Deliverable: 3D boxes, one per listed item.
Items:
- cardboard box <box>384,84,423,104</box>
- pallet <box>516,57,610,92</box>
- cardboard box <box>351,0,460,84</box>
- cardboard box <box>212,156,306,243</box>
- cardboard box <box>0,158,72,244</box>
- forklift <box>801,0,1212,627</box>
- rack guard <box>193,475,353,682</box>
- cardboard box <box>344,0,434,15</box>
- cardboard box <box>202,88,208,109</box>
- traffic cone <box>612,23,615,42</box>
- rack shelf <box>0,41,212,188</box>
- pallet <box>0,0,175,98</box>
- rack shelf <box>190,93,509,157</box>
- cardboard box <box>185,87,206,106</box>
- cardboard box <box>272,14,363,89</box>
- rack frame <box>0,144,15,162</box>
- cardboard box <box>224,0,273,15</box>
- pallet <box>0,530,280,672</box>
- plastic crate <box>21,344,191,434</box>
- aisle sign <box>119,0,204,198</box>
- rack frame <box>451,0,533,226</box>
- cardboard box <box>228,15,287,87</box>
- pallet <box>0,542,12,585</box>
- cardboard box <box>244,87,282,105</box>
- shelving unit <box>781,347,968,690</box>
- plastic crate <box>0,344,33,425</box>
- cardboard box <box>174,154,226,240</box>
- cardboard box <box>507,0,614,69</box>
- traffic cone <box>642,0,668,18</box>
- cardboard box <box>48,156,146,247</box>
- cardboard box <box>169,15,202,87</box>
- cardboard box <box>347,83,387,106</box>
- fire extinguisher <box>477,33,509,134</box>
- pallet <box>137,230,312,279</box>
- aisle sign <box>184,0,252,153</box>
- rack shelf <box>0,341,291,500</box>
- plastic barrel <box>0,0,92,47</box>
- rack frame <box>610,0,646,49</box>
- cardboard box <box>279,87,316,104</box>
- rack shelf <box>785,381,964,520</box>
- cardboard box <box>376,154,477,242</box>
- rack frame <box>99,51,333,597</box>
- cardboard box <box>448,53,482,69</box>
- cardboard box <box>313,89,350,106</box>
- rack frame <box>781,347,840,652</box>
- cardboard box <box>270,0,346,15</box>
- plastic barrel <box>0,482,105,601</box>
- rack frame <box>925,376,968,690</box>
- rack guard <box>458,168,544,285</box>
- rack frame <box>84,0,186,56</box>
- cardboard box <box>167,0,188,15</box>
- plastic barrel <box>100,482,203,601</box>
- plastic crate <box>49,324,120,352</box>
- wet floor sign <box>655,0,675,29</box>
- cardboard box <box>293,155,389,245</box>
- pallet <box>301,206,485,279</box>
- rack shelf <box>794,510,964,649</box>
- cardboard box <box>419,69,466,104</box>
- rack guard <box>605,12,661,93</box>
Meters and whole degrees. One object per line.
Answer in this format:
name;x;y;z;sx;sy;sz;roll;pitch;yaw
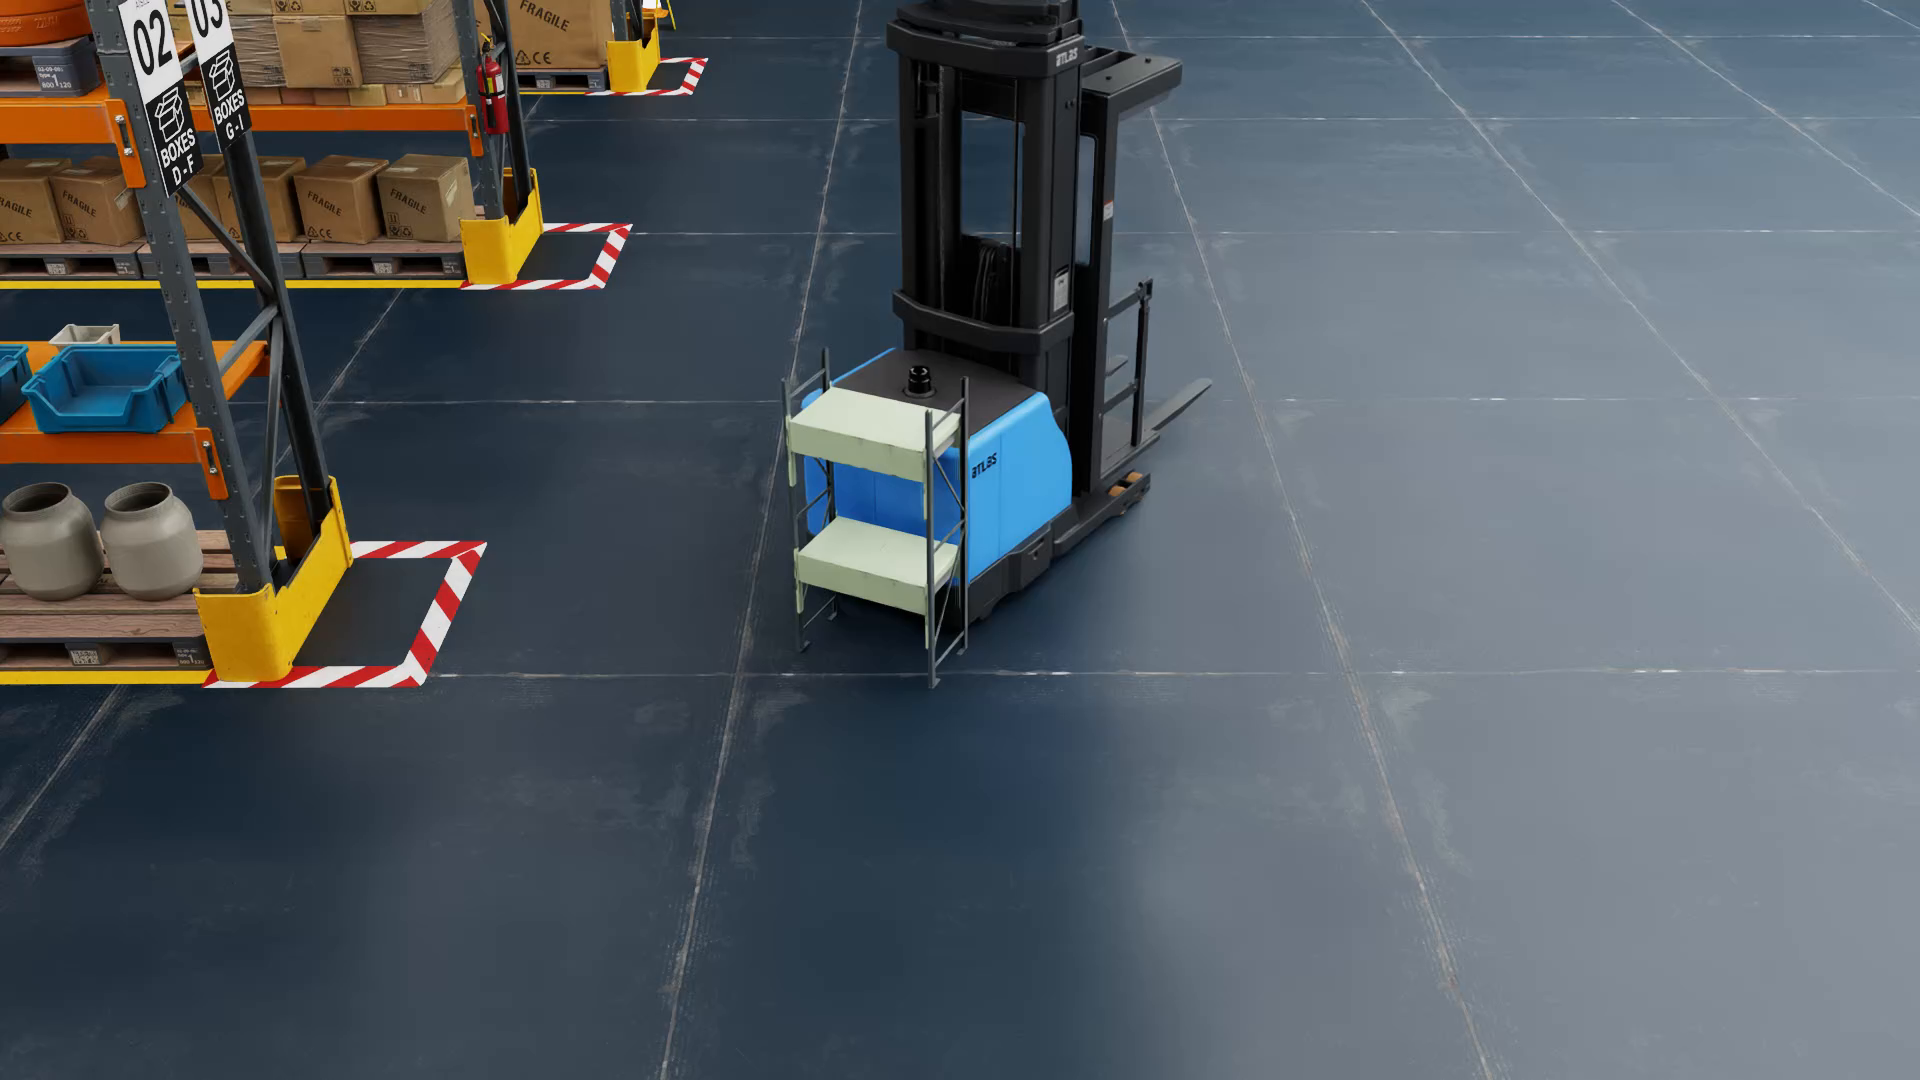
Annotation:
cardboard box;-3.963;-3.272;11.993;0.250;0.149;0.380;0;31;0
pallet;-4.157;-4.826;17.000;1.213;0.211;1.003;0;31;0
cardboard box;-3.979;-3.670;12.024;0.500;0.500;0.875;0;31;0
cardboard box;-5.277;-2.594;12.638;0.500;0.500;0.500;3;31;4
cardboard box;-7.029;-2.567;12.594;0.500;0.500;0.500;-1;31;-2
forklift;0.444;-1.526;8.940;1.130;2.935;3.031;20;37;30
rack guard;-3.475;0.175;8.480;0.348;0.500;1.175;0;31;0
cardboard box;-3.978;-3.955;11.530;0.500;0.500;0.500;0;31;0
cardboard box;-5.212;-3.213;11.896;0.250;0.149;0.380;0;31;0
traffic cone;-3.897;-5.711;18.217;0.334;0.463;0.336;0;31;0
rack shelf;-5.399;-1.887;7.271;4.000;0.370;1.077;0;31;0
pallet;-4.227;-2.168;7.223;1.213;0.211;1.003;0;31;0
rack shelf;-5.429;-3.174;12.283;4.000;0.370;1.077;0;31;0
cardboard box;-5.463;-3.249;11.955;0.250;0.149;0.380;0;31;0
cardboard box;-4.478;-3.606;11.919;0.500;0.500;0.875;0;31;0
rack frame;-7.429;-3.475;12.086;0.127;3.000;1.000;0;31;0
cardboard box;-4.977;-3.951;11.522;0.500;0.500;0.500;0;31;0
pallet;-4.287;0.298;8.555;1.213;0.211;1.003;0;31;0
plastic crate;-3.898;-0.698;7.653;0.616;0.251;0.499;0;31;0
aisle sign;-3.325;-1.876;6.944;0.004;0.787;0.394;0;31;0
rack frame;-3.429;-3.488;12.107;0.127;3.000;1.000;0;31;0
cardboard box;-4.979;-3.627;11.954;0.500;0.500;0.875;0;31;0
pallet;-5.504;0.300;8.552;1.213;0.211;1.003;0;31;0
cardboard box;-4.963;-3.260;11.974;0.250;0.149;0.380;0;31;0
shelving unit;-0.388;-0.093;7.957;0.755;1.500;0.431;14;34;22
plastic crate;-4.547;-0.699;7.654;0.408;0.251;0.499;0;31;0
cardboard box;-5.836;-2.615;12.673;0.500;0.500;0.500;-3;31;-5
cardboard box;-4.036;-5.296;16.730;0.875;0.875;0.875;0;31;0
traffic cone;-3.564;-6.298;19.185;0.334;0.463;0.336;0;31;0
cardboard box;-6.456;-2.572;12.603;0.500;0.500;0.500;10;33;15
cardboard box;-5.479;-3.632;11.961;0.500;0.500;0.875;0;31;0
cardboard box;-4.212;-3.244;11.948;0.250;0.149;0.380;0;31;0
fire extinguisher;-3.312;-3.216;11.734;0.183;0.674;0.296;0;31;0
pallet;-5.535;-2.309;12.852;1.213;0.211;1.003;0;31;0
aisle sign;-3.329;-2.182;7.449;0.004;0.787;0.394;0;31;0
rack shelf;-5.399;-0.605;8.049;4.000;0.370;1.077;0;31;0
plastic barrel;-3.884;-2.497;6.763;0.708;0.830;0.600;0;31;0
rack frame;-3.358;-6.061;16.348;0.127;3.000;1.000;0;31;0
cardboard box;-4.713;-3.272;11.994;0.250;0.149;0.380;0;31;0
rack shelf;-0.389;-0.426;7.754;0.720;0.370;0.431;14;34;22
cardboard box;-4.054;-2.605;12.657;0.500;0.500;0.500;5;32;9
rack frame;-3.399;-0.919;7.872;0.127;3.000;1.000;0;31;0
cardboard box;-3.715;-3.503;12.374;0.250;0.149;0.380;0;31;0
cardboard box;-4.463;-3.252;11.960;0.250;0.149;0.380;0;31;0
rack frame;-0.718;-0.175;8.092;0.023;1.500;0.400;14;34;22
cardboard box;-4.477;-3.951;11.523;0.500;0.500;0.500;0;31;0
plastic barrel;-4.558;0.009;8.337;0.421;0.512;0.421;0;31;0
rack frame;-0.059;-0.010;7.821;0.023;1.500;0.400;14;34;22
rack guard;-3.505;-2.419;12.755;0.348;0.500;1.175;0;31;0
rack frame;-3.399;-3.483;6.316;0.127;3.000;1.000;0;31;0
cardboard box;-5.478;-3.953;11.527;0.500;0.500;0.500;0;31;0
plastic barrel;-4.057;0.007;8.340;0.421;0.512;0.421;0;31;0
plastic crate;-4.296;-0.970;8.211;0.250;0.136;0.298;0;31;0
wet floor sign;-3.341;-6.082;18.651;0.232;0.644;0.267;-5;32;-9
cardboard box;-4.651;-2.586;12.625;0.500;0.500;0.500;8;32;13
pallet;-4.318;-2.311;12.856;1.213;0.211;1.003;0;31;0
rack shelf;-0.388;0.186;8.126;0.720;0.370;0.431;14;34;22
cardboard box;-3.713;-3.272;11.994;0.250;0.149;0.380;0;31;0
rack guard;-3.334;-4.992;16.996;0.348;0.500;1.175;0;31;0
